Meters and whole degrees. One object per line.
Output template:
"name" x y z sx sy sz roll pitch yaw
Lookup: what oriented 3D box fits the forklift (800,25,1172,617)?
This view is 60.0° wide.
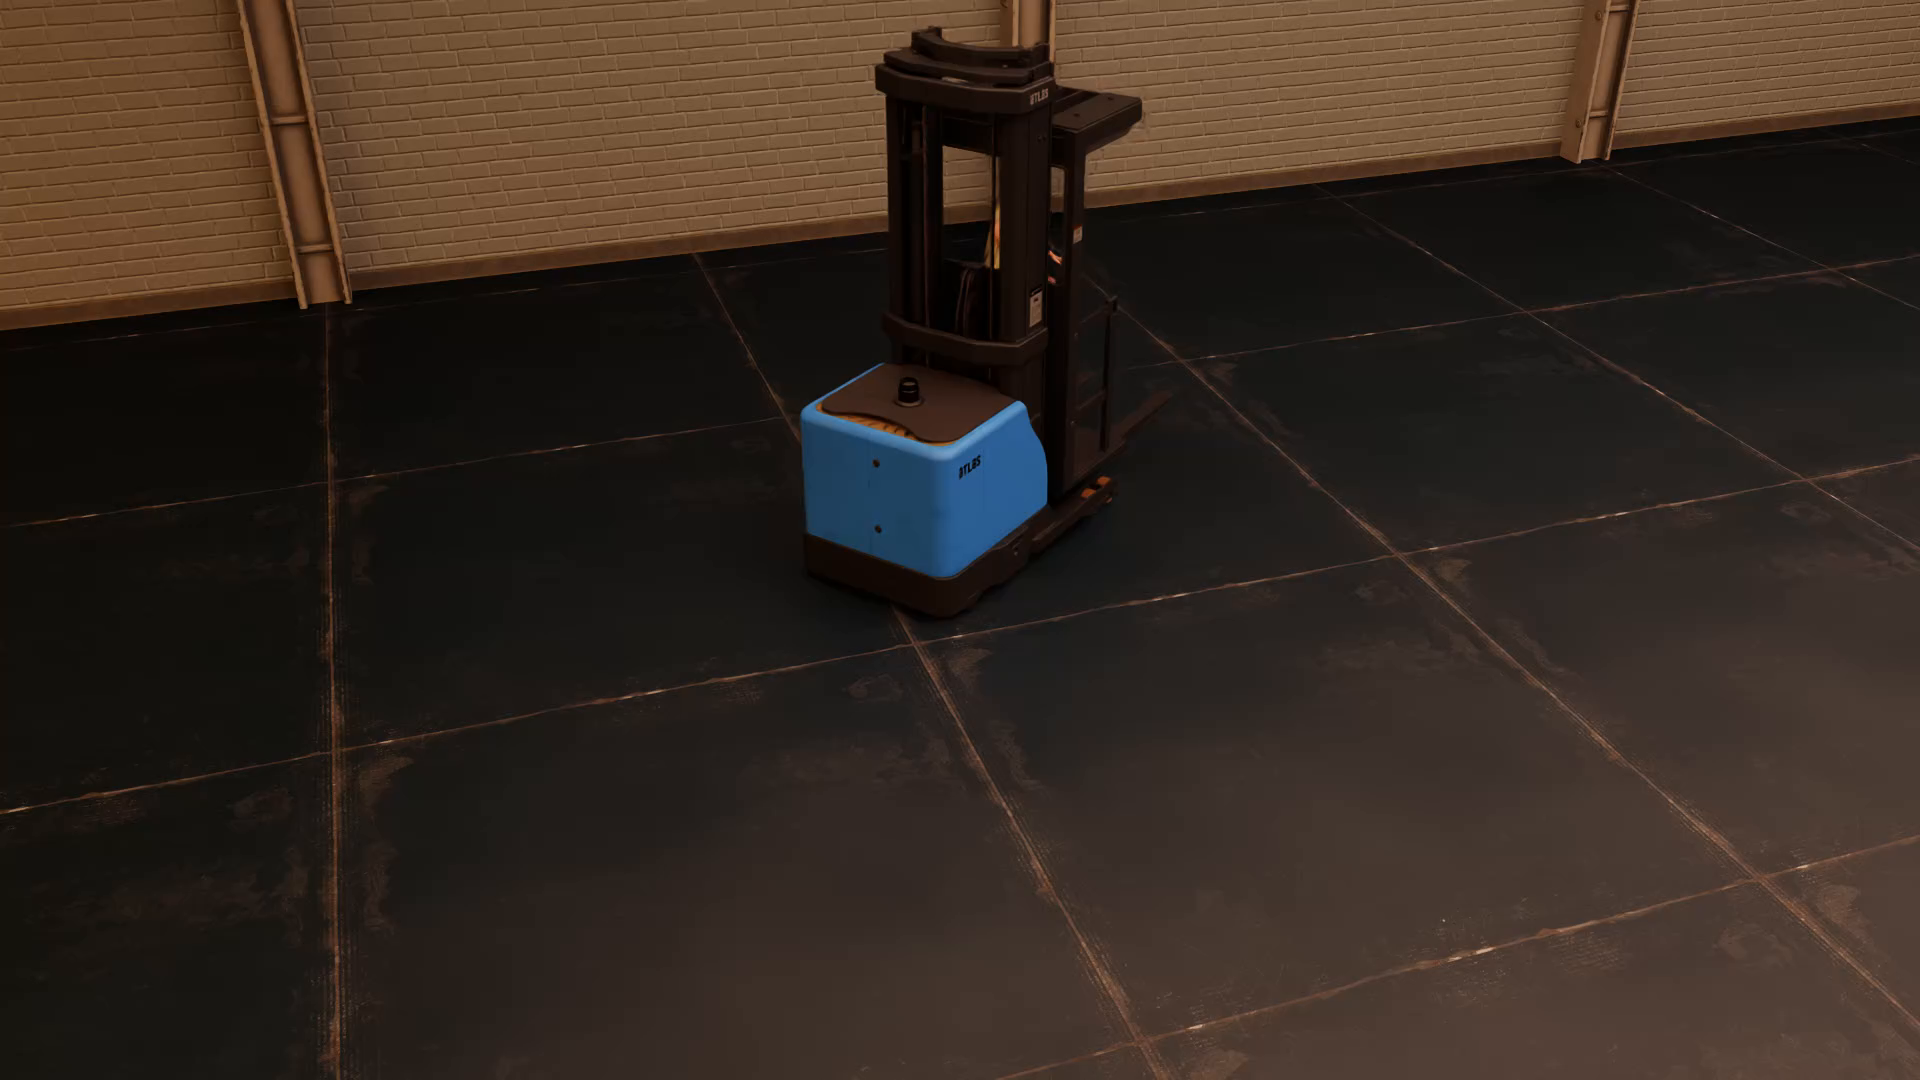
"forklift" 0.333 -1.540 9.763 1.130 2.935 3.031 18 35 29

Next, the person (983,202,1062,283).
"person" 0.465 -2.018 12.163 0.596 1.443 0.793 2 30 3
